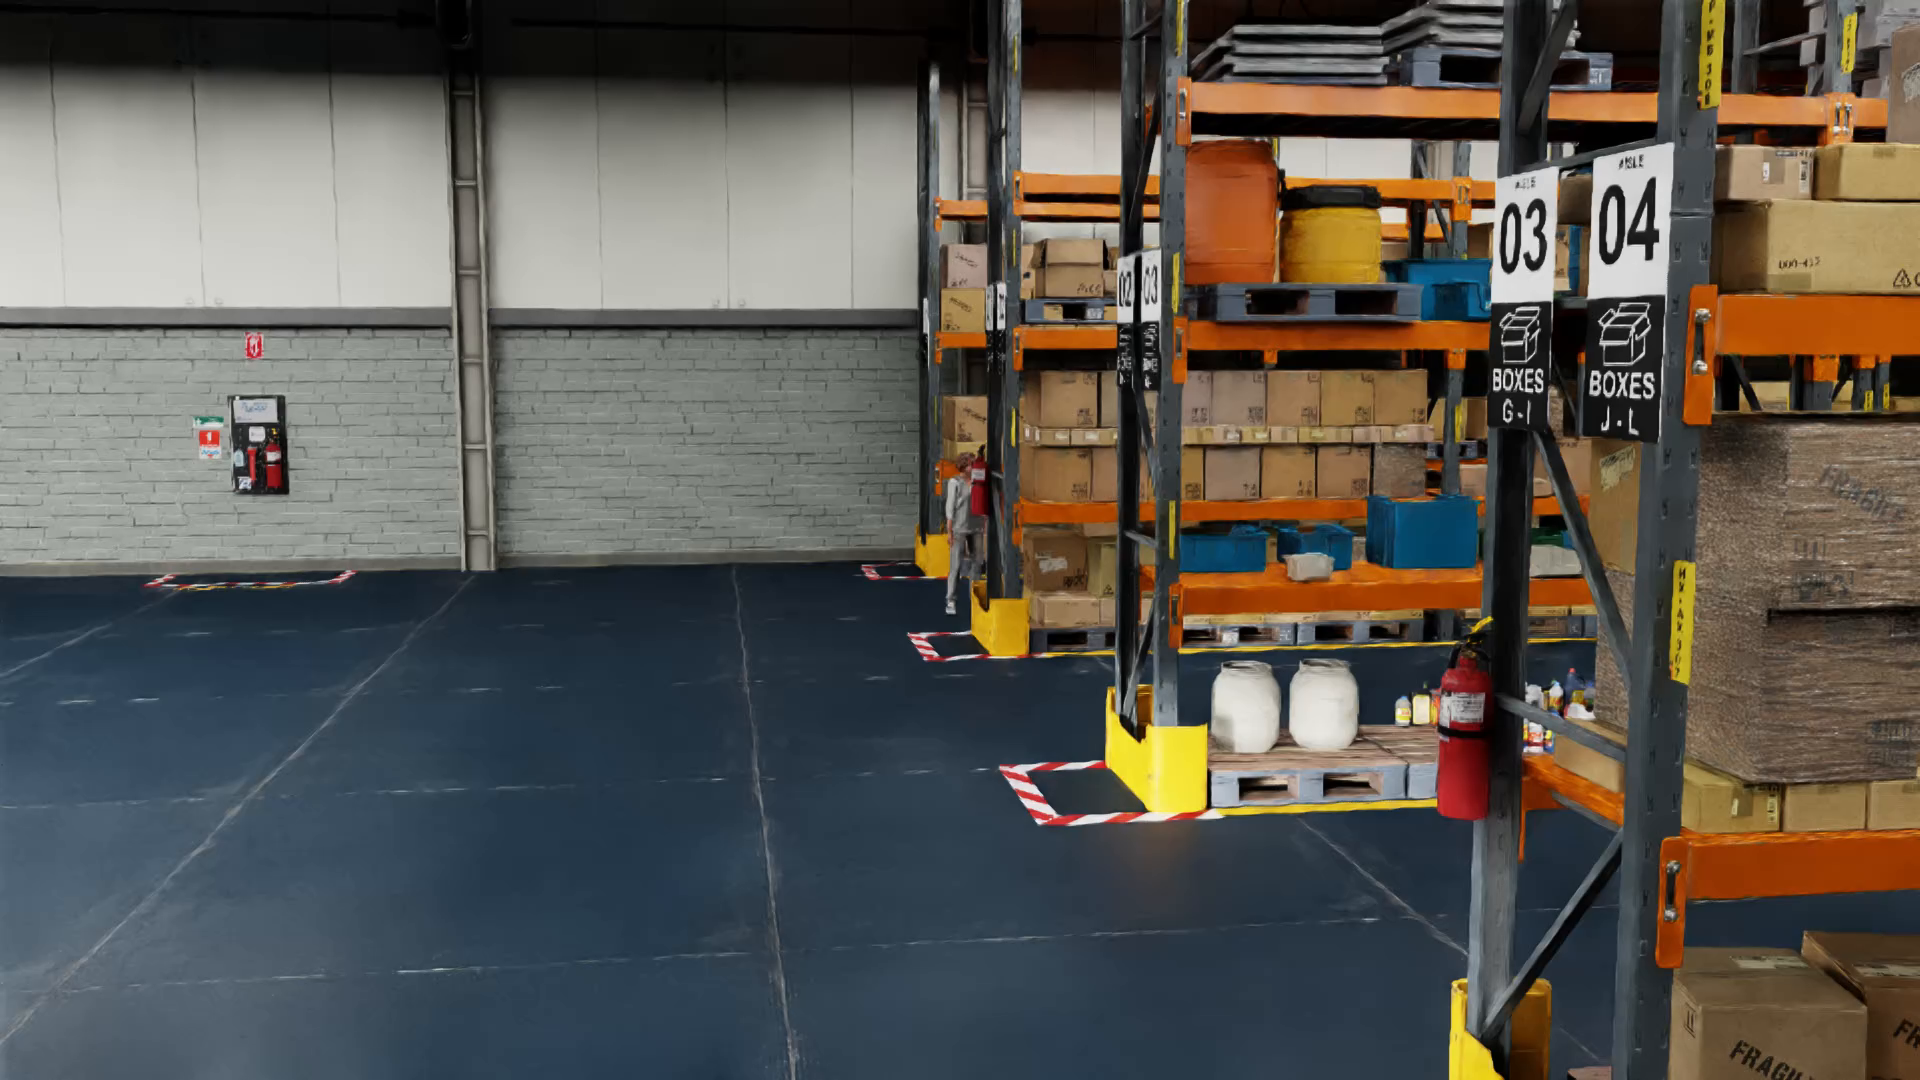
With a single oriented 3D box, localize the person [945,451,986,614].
[{"bbox_3d":[0.078,-0.076,16.448,0.491,1.603,0.419,-5,8,-36],"label":"person"}]
